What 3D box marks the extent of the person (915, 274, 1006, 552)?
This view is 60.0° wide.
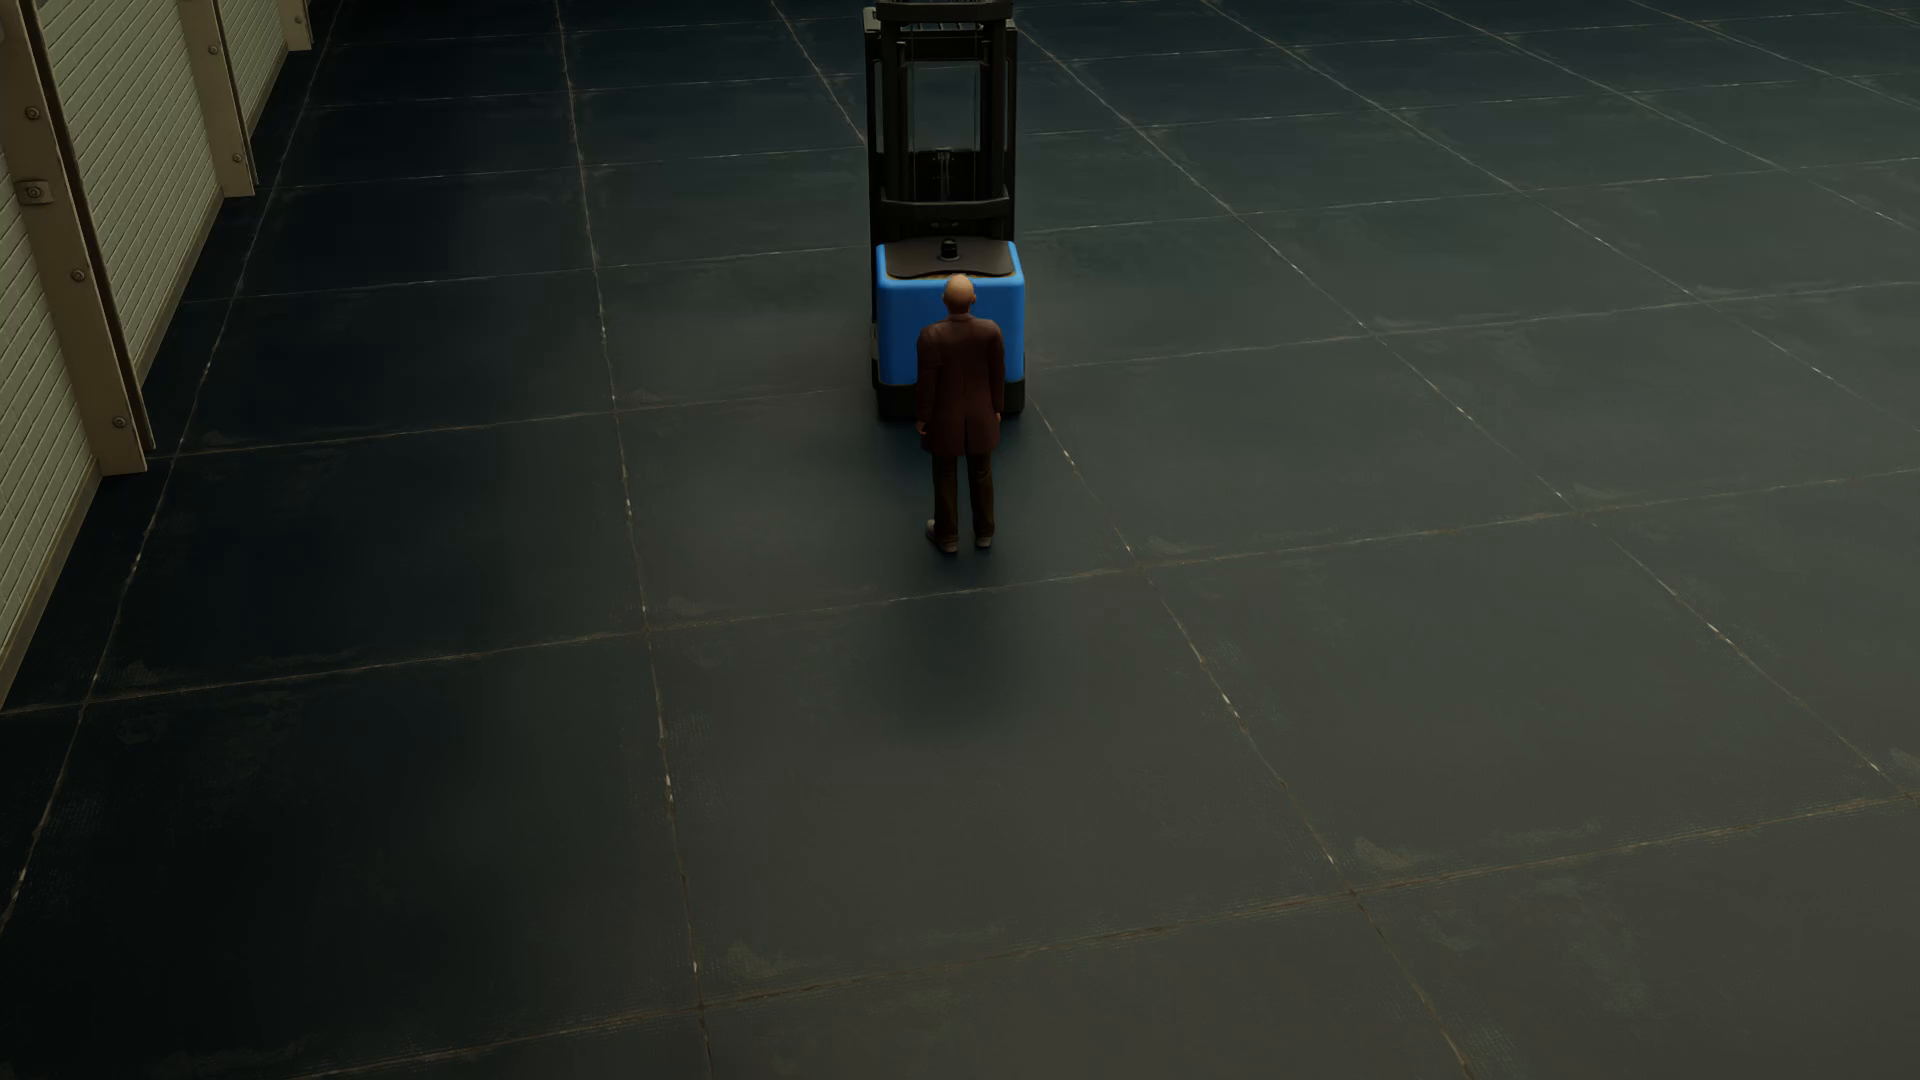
[{"bbox_3d":[-0.015,-0.779,10.068,0.551,1.782,0.390,-7,31,-12],"label":"person"}]

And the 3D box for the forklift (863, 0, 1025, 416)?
[{"bbox_3d":[-0.152,-2.864,12.521,1.130,2.935,3.031,-2,30,-3],"label":"forklift"}]
